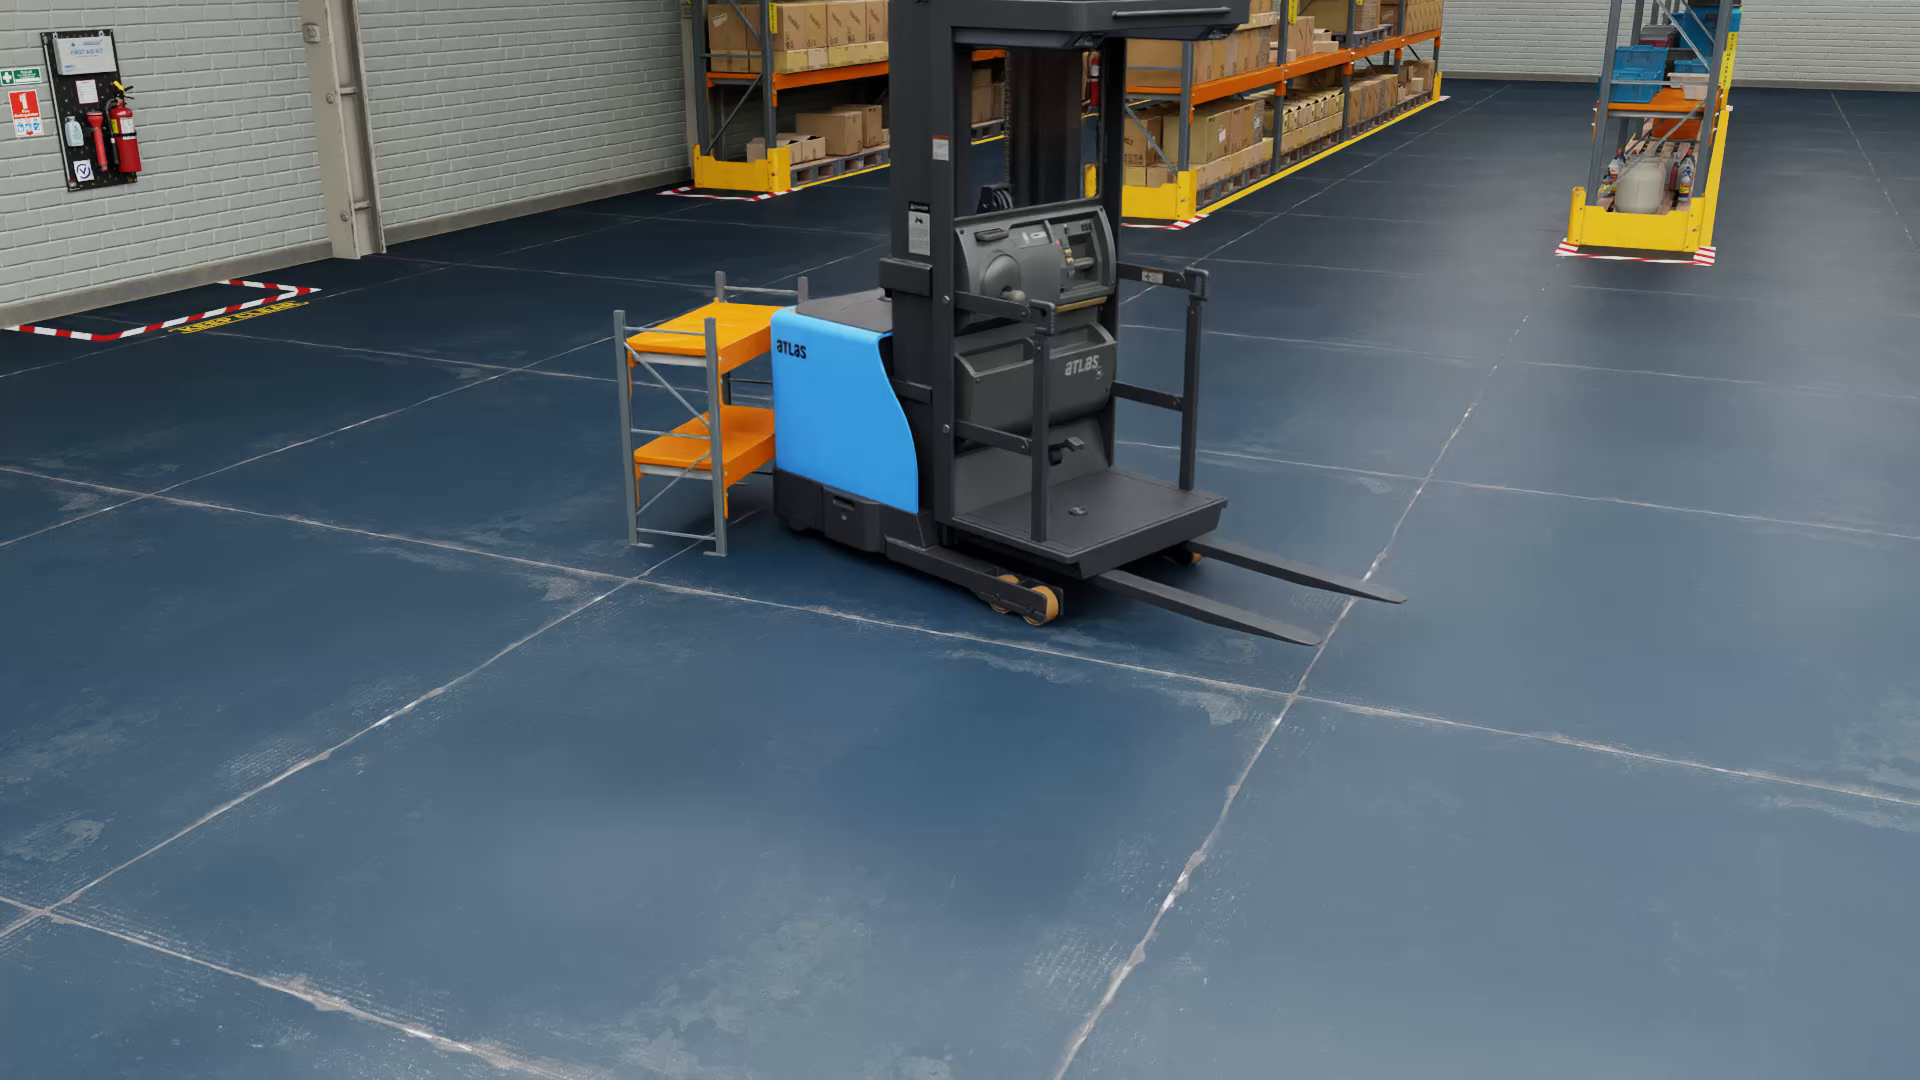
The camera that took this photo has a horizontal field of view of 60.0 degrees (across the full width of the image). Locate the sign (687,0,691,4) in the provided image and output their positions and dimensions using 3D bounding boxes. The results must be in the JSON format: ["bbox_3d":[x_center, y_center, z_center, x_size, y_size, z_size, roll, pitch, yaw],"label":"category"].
[{"bbox_3d":[-3.105,-6.334,19.103,0.100,0.325,0.005,9,21,23],"label":"sign"}]

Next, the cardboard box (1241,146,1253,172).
[{"bbox_3d":[3.156,-4.526,19.695,0.500,0.250,0.500,9,21,23],"label":"cardboard box"}]

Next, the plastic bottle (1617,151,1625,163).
[{"bbox_3d":[7.283,-4.132,18.409,0.144,0.351,0.185,8,21,20],"label":"plastic bottle"}]

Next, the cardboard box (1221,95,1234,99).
[{"bbox_3d":[3.076,-5.258,20.636,0.500,0.500,0.500,9,21,23],"label":"cardboard box"}]

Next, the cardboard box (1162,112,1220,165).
[{"bbox_3d":[2.539,-4.421,18.281,0.500,0.500,0.500,9,21,23],"label":"cardboard box"}]

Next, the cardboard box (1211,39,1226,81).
[{"bbox_3d":[2.536,-5.379,18.468,0.700,0.500,0.500,9,21,23],"label":"cardboard box"}]

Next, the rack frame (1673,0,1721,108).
[{"bbox_3d":[12.983,-9.089,29.050,1.000,3.000,0.127,9,21,23],"label":"rack frame"}]

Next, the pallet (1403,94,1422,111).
[{"bbox_3d":[7.608,-7.817,29.635,1.003,0.211,1.213,9,21,23],"label":"pallet"}]

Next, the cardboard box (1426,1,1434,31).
[{"bbox_3d":[8.112,-9.332,29.583,0.500,0.500,0.500,9,21,23],"label":"cardboard box"}]

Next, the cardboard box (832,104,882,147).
[{"bbox_3d":[-1.358,-5.487,21.995,0.500,0.500,0.500,7,21,19],"label":"cardboard box"}]

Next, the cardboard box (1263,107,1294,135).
[{"bbox_3d":[3.948,-5.360,21.205,0.500,0.311,0.500,9,21,23],"label":"cardboard box"}]

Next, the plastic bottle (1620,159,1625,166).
[{"bbox_3d":[7.257,-4.045,18.281,0.097,0.271,0.097,0,20,0],"label":"plastic bottle"}]

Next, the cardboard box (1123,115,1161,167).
[{"bbox_3d":[1.862,-4.339,18.051,0.500,0.500,0.500,9,21,23],"label":"cardboard box"}]

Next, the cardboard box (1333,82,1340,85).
[{"bbox_3d":[5.571,-6.830,25.772,0.500,0.500,0.500,8,21,21],"label":"cardboard box"}]

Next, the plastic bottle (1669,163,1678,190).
[{"bbox_3d":[7.690,-3.920,17.911,0.061,0.283,0.133,9,21,23],"label":"plastic bottle"}]

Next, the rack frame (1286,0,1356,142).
[{"bbox_3d":[5.190,-7.324,24.087,1.000,3.000,0.127,9,21,23],"label":"rack frame"}]

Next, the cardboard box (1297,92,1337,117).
[{"bbox_3d":[4.993,-6.137,23.389,0.500,0.311,0.500,8,21,22],"label":"cardboard box"}]

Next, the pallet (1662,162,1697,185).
[{"bbox_3d":[8.356,-4.352,19.892,1.003,0.211,1.213,9,21,23],"label":"pallet"}]

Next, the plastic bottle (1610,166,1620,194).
[{"bbox_3d":[6.912,-3.817,17.633,0.152,0.276,0.135,9,21,23],"label":"plastic bottle"}]

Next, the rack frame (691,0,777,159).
[{"bbox_3d":[-2.607,-5.557,19.119,1.000,3.000,0.127,9,21,23],"label":"rack frame"}]

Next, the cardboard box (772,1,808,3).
[{"bbox_3d":[-2.185,-6.334,20.377,0.500,0.500,0.500,8,21,21],"label":"cardboard box"}]

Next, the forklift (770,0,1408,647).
[{"bbox_3d":[0.488,-1.216,7.015,1.130,2.935,3.031,-18,27,-42],"label":"forklift"}]

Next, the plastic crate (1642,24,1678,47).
[{"bbox_3d":[8.766,-6.222,20.891,0.402,0.464,0.583,9,21,23],"label":"plastic crate"}]

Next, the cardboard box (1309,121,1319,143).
[{"bbox_3d":[4.572,-5.563,22.613,0.500,0.250,0.500,9,21,24],"label":"cardboard box"}]

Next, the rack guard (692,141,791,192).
[{"bbox_3d":[-2.576,-4.403,19.603,1.175,0.500,0.348,9,21,23],"label":"rack guard"}]

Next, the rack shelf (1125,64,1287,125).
[{"bbox_3d":[2.733,-5.151,19.050,1.077,0.370,4.000,9,21,23],"label":"rack shelf"}]

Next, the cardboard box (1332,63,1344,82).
[{"bbox_3d":[5.793,-7.356,26.132,0.500,0.250,0.500,8,21,22],"label":"cardboard box"}]

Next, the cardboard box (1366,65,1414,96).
[{"bbox_3d":[7.592,-8.153,29.487,0.797,0.503,0.637,9,21,23],"label":"cardboard box"}]

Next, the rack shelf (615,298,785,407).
[{"bbox_3d":[-1.165,-0.920,8.004,0.538,0.278,1.000,6,21,18],"label":"rack shelf"}]

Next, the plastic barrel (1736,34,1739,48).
[{"bbox_3d":[9.794,-6.524,21.635,0.600,0.536,0.708,9,21,23],"label":"plastic barrel"}]

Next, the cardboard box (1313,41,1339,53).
[{"bbox_3d":[5.074,-6.893,23.250,0.380,0.149,0.250,9,21,23],"label":"cardboard box"}]

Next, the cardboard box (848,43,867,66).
[{"bbox_3d":[-1.495,-6.072,20.759,0.500,0.250,0.500,9,21,23],"label":"cardboard box"}]

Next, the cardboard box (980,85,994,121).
[{"bbox_3d":[0.105,-6.664,25.304,0.700,0.500,0.500,9,21,23],"label":"cardboard box"}]

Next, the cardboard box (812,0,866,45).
[{"bbox_3d":[-1.508,-6.420,20.620,0.500,0.500,0.500,9,22,24],"label":"cardboard box"}]

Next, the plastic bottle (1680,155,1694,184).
[{"bbox_3d":[7.858,-3.986,17.998,0.144,0.351,0.185,8,21,22],"label":"plastic bottle"}]

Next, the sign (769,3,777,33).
[{"bbox_3d":[-2.112,-5.891,18.765,0.100,0.325,0.005,9,21,23],"label":"sign"}]

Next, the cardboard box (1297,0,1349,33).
[{"bbox_3d":[5.345,-7.777,24.585,0.700,0.500,0.500,2,20,4],"label":"cardboard box"}]

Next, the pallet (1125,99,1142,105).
[{"bbox_3d":[2.690,-8.134,30.524,1.003,0.211,1.213,9,21,23],"label":"pallet"}]

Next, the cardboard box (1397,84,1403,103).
[{"bbox_3d":[7.197,-7.586,28.180,0.500,0.311,0.500,9,21,23],"label":"cardboard box"}]

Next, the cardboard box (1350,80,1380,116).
[{"bbox_3d":[6.265,-6.928,26.046,0.500,0.500,0.500,8,21,21],"label":"cardboard box"}]

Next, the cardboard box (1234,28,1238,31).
[{"bbox_3d":[2.901,-5.792,18.661,0.380,0.149,0.250,9,21,23],"label":"cardboard box"}]

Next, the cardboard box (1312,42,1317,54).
[{"bbox_3d":[4.719,-6.808,23.012,0.380,0.149,0.250,10,22,27],"label":"cardboard box"}]

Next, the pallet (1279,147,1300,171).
[{"bbox_3d":[3.818,-5.018,21.765,1.003,0.211,1.213,9,21,23],"label":"pallet"}]

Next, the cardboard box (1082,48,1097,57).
[{"bbox_3d":[2.159,-8.194,29.115,0.750,0.750,0.750,9,21,23],"label":"cardboard box"}]

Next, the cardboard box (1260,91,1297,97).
[{"bbox_3d":[4.500,-6.209,23.592,0.500,0.311,0.500,8,21,21],"label":"cardboard box"}]

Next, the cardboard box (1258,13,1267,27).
[{"bbox_3d":[3.428,-6.186,19.769,0.380,0.149,0.250,8,21,21],"label":"cardboard box"}]

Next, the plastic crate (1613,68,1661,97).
[{"bbox_3d":[6.634,-4.520,16.423,0.499,0.251,0.408,9,21,23],"label":"plastic crate"}]

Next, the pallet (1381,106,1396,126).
[{"bbox_3d":[6.529,-6.979,27.279,1.003,0.211,1.213,9,21,23],"label":"pallet"}]

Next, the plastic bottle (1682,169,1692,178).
[{"bbox_3d":[7.639,-3.767,17.499,0.097,0.271,0.097,0,20,0],"label":"plastic bottle"}]

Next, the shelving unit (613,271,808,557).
[{"bbox_3d":[-1.165,-0.644,8.102,0.538,1.125,1.048,6,21,18],"label":"shelving unit"}]

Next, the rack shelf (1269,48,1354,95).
[{"bbox_3d":[4.371,-6.374,22.489,1.077,0.370,4.000,9,21,23],"label":"rack shelf"}]

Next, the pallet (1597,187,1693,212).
[{"bbox_3d":[7.258,-3.533,17.588,1.003,0.211,1.213,9,21,23],"label":"pallet"}]
